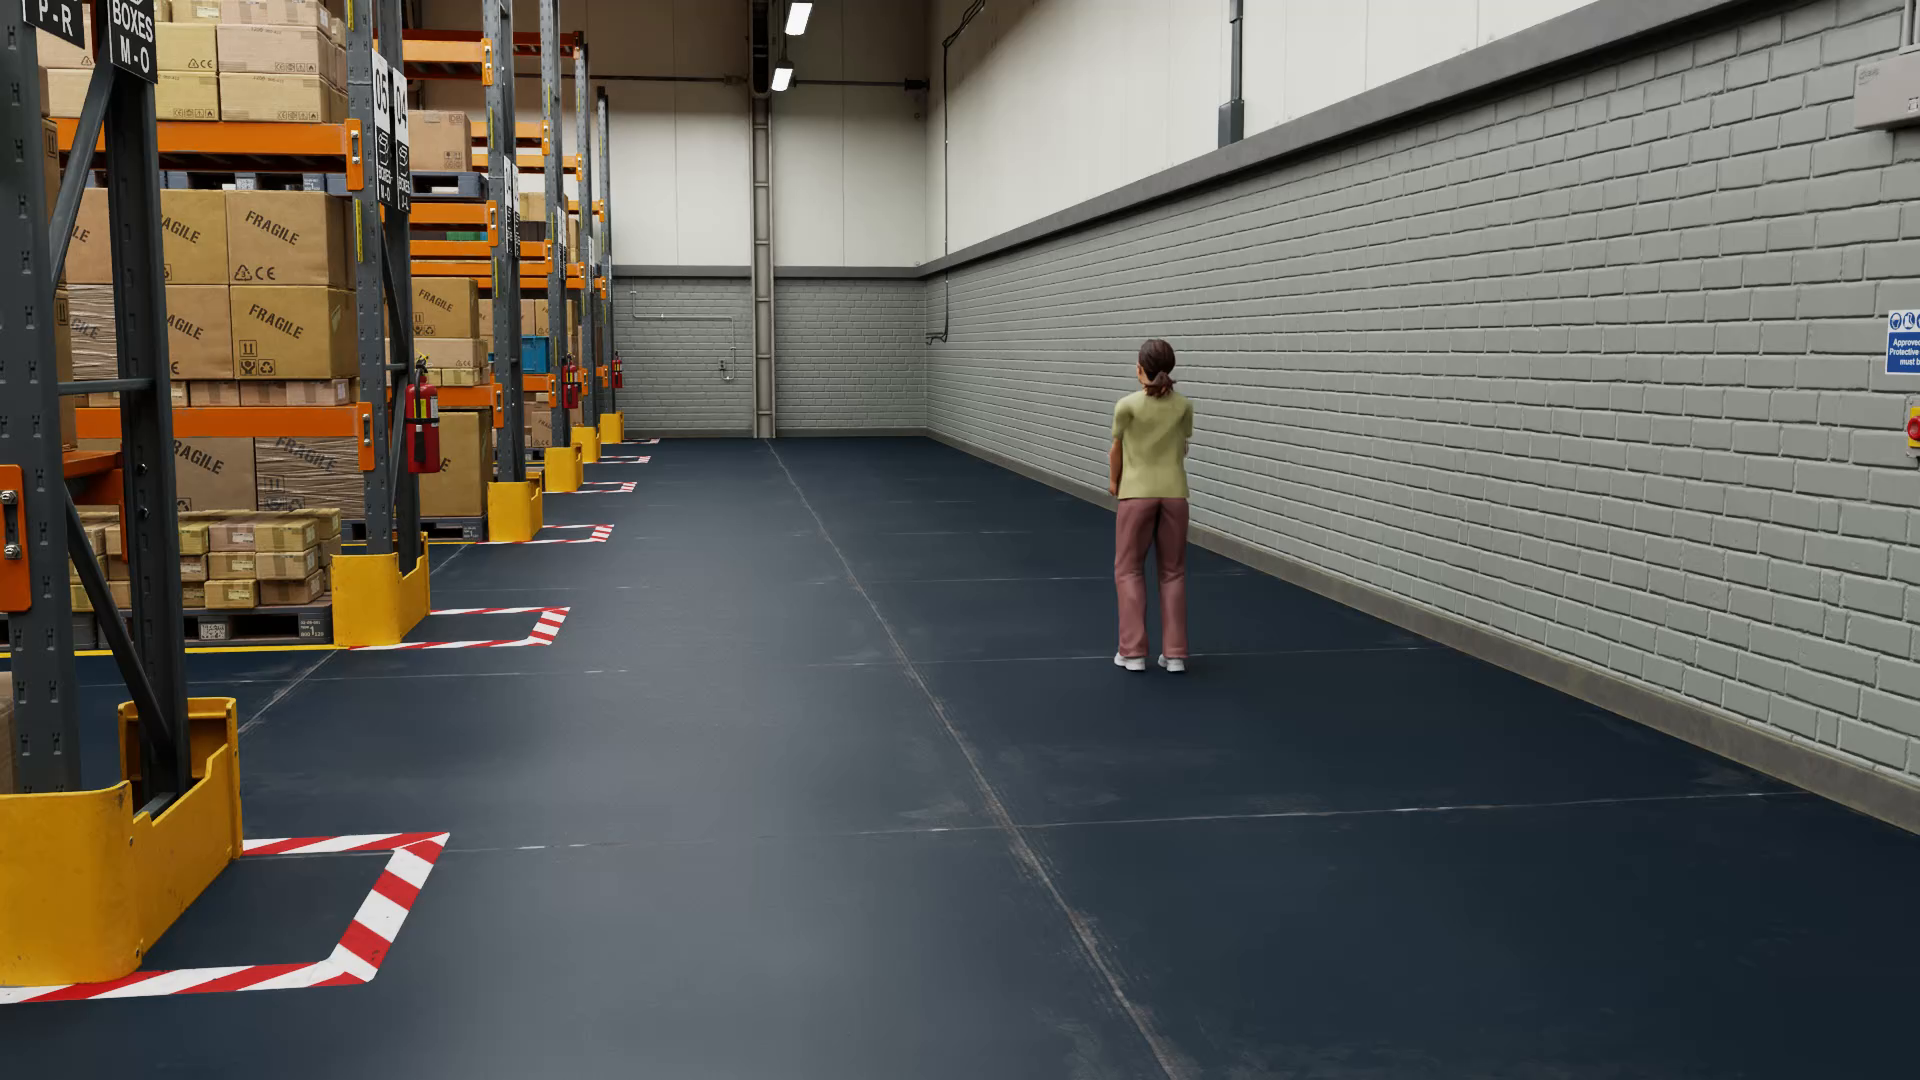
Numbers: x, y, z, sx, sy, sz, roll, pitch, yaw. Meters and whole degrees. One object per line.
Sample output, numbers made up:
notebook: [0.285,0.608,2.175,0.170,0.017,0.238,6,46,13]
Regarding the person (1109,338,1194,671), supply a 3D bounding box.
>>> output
person: [0.952,-0.177,8.388,0.420,1.668,0.538,-1,7,-9]
